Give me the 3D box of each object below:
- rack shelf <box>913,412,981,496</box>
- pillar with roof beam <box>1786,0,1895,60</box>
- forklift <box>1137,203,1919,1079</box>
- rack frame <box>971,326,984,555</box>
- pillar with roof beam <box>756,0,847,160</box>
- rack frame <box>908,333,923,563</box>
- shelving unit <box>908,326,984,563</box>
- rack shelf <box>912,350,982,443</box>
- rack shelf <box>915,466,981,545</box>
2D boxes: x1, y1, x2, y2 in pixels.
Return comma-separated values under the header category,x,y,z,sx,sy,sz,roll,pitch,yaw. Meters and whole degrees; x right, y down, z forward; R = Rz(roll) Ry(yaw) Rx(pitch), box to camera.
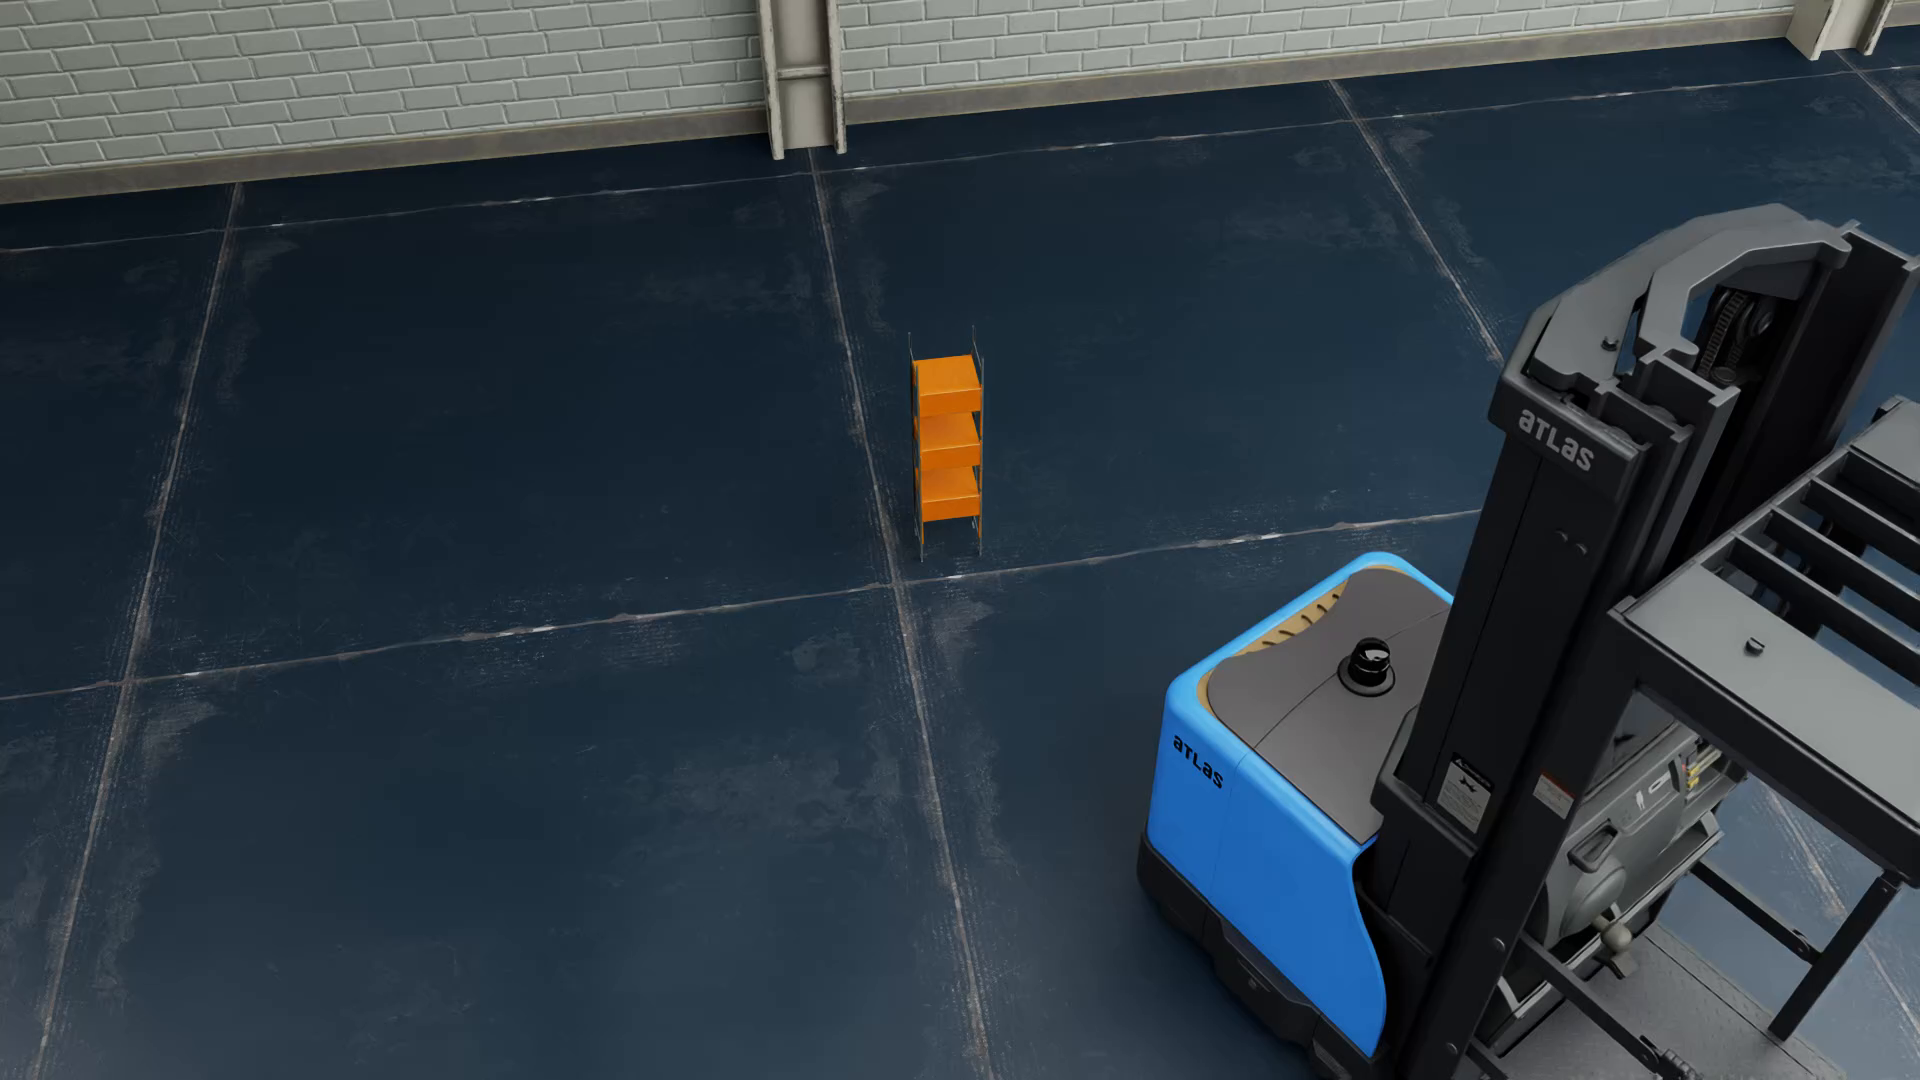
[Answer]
category,x,y,z,sx,sy,sz,roll,pitch,yaw
rack shelf,-0.053,-0.350,6.566,0.240,0.259,0.215,-7,46,-7
pillar with roof beam,5.815,-2.974,3.560,0.400,9.000,9.100,-7,46,-7
forklift,1.916,0.788,4.148,1.130,2.935,3.031,-30,53,-25
rack frame,0.067,-0.373,6.573,0.008,1.050,0.200,-7,46,-7
pillar with roof beam,-0.097,-2.238,2.850,0.400,9.000,9.100,-7,46,-7
rack frame,-0.173,-0.343,6.544,0.008,1.050,0.200,-7,46,-7
shelving unit,-0.053,-0.358,6.559,0.252,1.050,0.215,-7,46,-7
rack shelf,-0.053,-0.547,6.362,0.240,0.259,0.215,-7,46,-7
rack shelf,-0.053,-0.158,6.767,0.240,0.259,0.215,-7,46,-7
